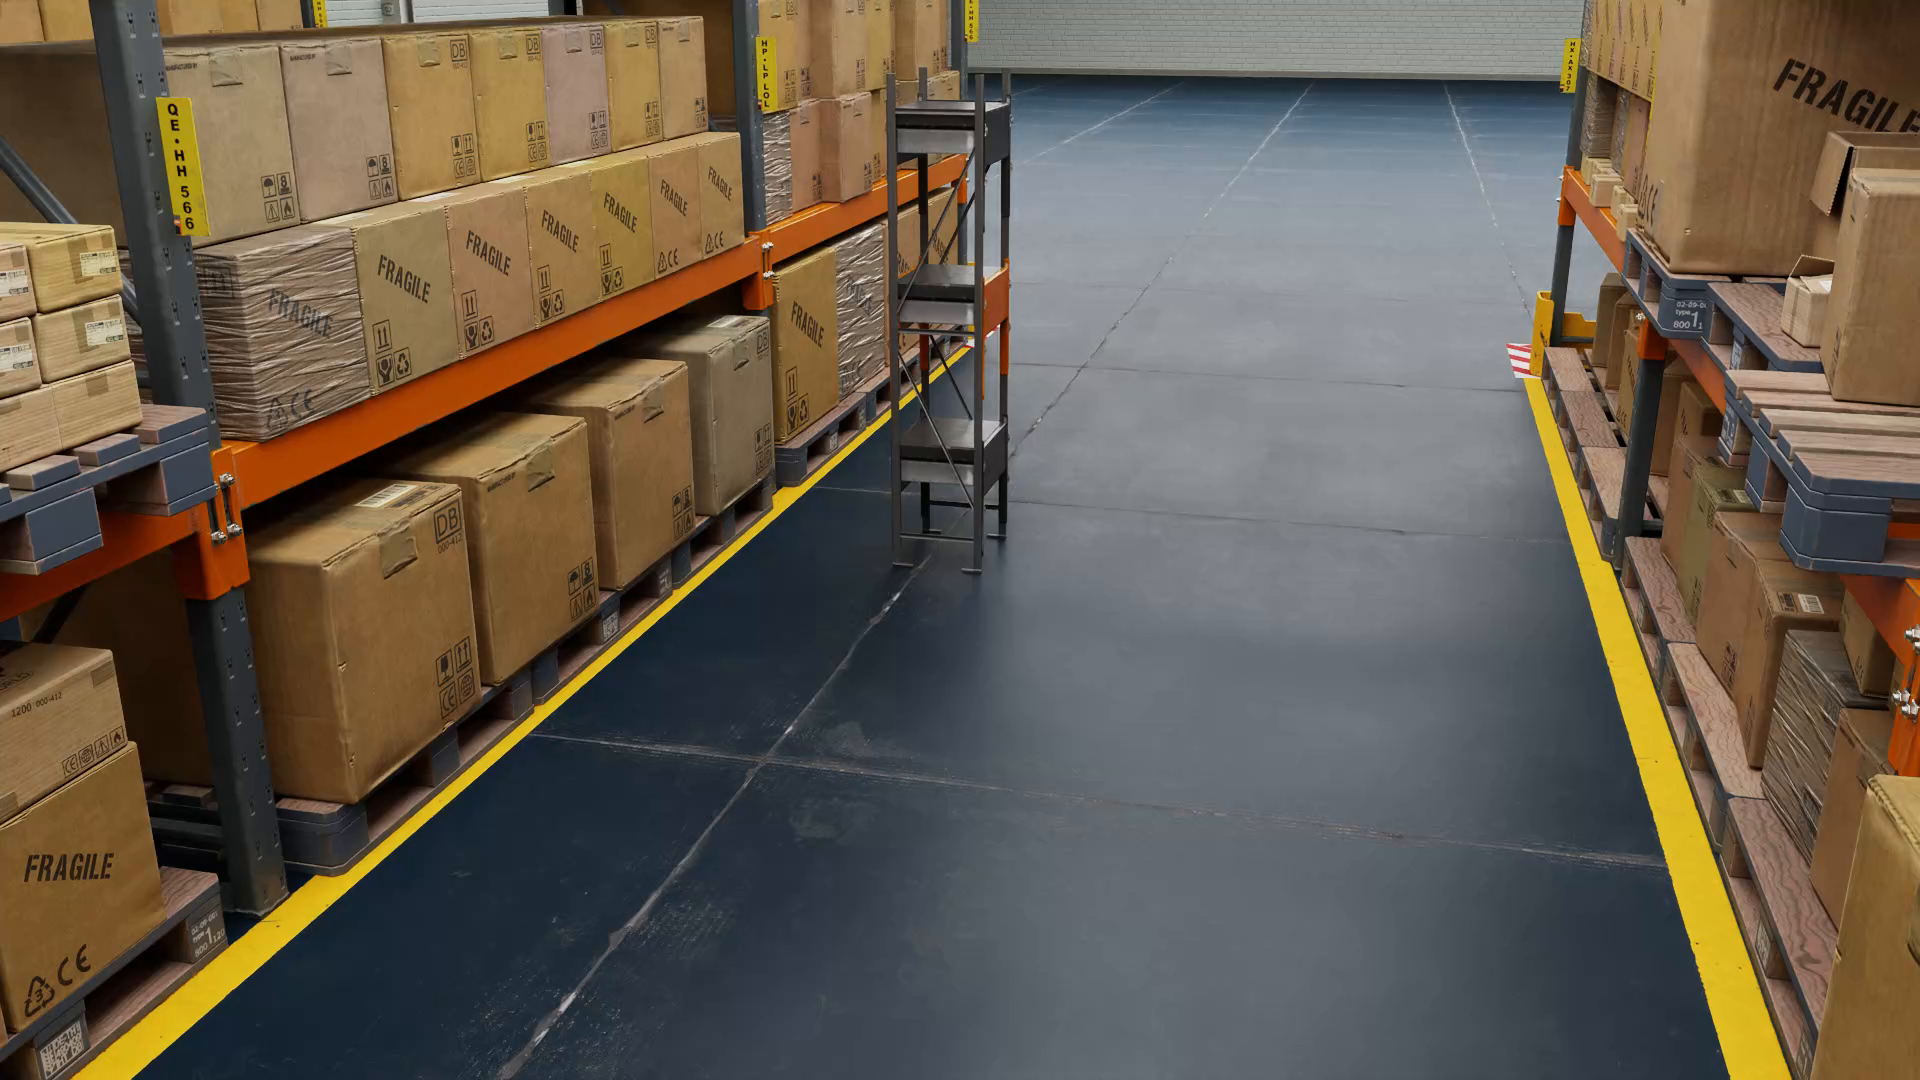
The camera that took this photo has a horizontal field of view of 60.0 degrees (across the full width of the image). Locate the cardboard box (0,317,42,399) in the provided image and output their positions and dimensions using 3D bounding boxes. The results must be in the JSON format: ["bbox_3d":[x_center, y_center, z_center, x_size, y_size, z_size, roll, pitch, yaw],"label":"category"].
[{"bbox_3d":[-2.143,-0.372,3.414,0.380,0.149,0.250,5,20,15],"label":"cardboard box"}]

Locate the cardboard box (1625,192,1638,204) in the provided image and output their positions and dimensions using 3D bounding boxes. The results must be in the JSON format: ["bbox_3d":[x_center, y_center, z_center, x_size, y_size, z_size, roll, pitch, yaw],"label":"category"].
[{"bbox_3d":[3.482,-1.616,8.166,0.380,0.149,0.250,5,19,13],"label":"cardboard box"}]

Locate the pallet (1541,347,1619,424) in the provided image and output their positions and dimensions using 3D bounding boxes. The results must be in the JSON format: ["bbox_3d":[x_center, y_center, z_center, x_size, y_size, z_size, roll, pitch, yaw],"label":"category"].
[{"bbox_3d":[4.087,-0.915,10.039,1.003,0.211,1.213,5,19,13],"label":"pallet"}]

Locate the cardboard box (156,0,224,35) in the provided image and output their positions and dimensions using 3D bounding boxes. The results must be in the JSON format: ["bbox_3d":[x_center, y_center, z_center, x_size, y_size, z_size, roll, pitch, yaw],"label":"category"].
[{"bbox_3d":[-5.340,-3.450,10.987,0.700,0.500,0.500,4,19,13],"label":"cardboard box"}]

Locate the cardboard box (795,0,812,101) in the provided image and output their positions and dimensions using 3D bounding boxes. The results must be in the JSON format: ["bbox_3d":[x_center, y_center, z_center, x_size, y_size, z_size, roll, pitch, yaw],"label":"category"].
[{"bbox_3d":[-1.278,-2.556,8.627,0.875,0.550,0.550,5,19,13],"label":"cardboard box"}]

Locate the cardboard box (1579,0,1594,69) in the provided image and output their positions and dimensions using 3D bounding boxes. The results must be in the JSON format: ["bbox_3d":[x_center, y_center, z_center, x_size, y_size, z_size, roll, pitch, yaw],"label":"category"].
[{"bbox_3d":[3.940,-3.020,9.727,0.500,0.500,0.500,5,19,13],"label":"cardboard box"}]

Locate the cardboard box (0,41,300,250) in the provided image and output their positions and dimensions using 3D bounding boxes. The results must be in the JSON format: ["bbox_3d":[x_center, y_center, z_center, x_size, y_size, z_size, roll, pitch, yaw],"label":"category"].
[{"bbox_3d":[-2.281,-1.086,4.525,0.700,0.500,0.500,5,19,13],"label":"cardboard box"}]

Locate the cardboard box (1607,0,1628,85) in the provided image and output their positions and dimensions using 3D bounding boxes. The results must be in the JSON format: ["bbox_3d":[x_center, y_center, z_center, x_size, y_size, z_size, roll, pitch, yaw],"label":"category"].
[{"bbox_3d":[3.574,-2.550,8.351,0.500,0.500,0.500,5,19,13],"label":"cardboard box"}]

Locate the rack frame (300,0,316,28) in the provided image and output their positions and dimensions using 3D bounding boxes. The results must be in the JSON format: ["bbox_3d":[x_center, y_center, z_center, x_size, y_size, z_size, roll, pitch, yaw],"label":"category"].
[{"bbox_3d":[-5.271,-3.292,12.686,1.000,3.000,0.127,5,19,13],"label":"rack frame"}]

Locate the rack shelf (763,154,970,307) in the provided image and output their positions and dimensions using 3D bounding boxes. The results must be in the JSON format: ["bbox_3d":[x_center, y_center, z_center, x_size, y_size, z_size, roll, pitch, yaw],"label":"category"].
[{"bbox_3d":[-0.935,-1.966,9.915,1.077,0.370,4.000,5,19,13],"label":"rack shelf"}]

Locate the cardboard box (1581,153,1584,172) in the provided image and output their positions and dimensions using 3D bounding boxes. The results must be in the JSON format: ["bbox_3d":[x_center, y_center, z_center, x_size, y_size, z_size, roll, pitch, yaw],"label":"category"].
[{"bbox_3d":[4.038,-2.320,10.229,0.380,0.149,0.250,5,19,13],"label":"cardboard box"}]

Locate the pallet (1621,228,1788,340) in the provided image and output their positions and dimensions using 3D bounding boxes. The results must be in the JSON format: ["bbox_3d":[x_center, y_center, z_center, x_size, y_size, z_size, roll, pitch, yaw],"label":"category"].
[{"bbox_3d":[3.034,-0.937,6.088,1.003,0.211,1.213,5,19,13],"label":"pallet"}]

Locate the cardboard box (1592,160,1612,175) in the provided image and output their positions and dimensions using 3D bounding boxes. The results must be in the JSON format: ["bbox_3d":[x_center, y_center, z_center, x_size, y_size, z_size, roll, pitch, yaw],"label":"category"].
[{"bbox_3d":[3.842,-2.086,9.544,0.380,0.149,0.250,5,19,13],"label":"cardboard box"}]

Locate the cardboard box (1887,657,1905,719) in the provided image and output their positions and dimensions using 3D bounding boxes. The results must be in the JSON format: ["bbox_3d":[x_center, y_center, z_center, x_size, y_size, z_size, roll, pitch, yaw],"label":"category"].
[{"bbox_3d":[2.519,0.405,3.887,0.500,0.250,0.500,5,20,16],"label":"cardboard box"}]

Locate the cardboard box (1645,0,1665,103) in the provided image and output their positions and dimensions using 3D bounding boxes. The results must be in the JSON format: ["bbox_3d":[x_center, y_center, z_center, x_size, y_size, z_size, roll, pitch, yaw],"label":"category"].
[{"bbox_3d":[3.205,-2.080,6.975,0.500,0.500,0.500,5,19,13],"label":"cardboard box"}]

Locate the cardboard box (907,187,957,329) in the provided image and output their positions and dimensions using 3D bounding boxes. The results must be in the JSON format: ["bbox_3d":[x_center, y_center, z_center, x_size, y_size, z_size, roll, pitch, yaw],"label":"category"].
[{"bbox_3d":[-0.548,-1.909,11.272,0.875,0.875,0.875,5,19,14],"label":"cardboard box"}]

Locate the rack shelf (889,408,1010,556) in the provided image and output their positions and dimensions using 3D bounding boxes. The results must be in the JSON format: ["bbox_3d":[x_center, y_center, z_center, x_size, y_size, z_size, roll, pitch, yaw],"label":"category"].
[{"bbox_3d":[-0.040,-0.266,7.427,0.431,0.518,0.480,5,19,13],"label":"rack shelf"}]

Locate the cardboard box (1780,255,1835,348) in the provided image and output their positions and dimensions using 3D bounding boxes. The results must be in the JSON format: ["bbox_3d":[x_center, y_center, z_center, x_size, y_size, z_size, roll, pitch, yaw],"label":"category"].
[{"bbox_3d":[2.530,-0.681,4.600,0.396,0.266,0.258,4,19,12],"label":"cardboard box"}]

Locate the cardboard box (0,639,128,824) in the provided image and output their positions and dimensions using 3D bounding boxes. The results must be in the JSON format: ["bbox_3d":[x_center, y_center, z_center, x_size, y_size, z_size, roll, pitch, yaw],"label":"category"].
[{"bbox_3d":[-2.314,0.439,3.820,0.500,0.250,0.500,4,19,12],"label":"cardboard box"}]

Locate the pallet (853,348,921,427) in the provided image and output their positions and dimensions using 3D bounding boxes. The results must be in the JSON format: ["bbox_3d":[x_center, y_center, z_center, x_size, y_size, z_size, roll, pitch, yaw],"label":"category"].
[{"bbox_3d":[-0.866,-0.976,10.217,1.003,0.211,1.213,5,19,13],"label":"pallet"}]

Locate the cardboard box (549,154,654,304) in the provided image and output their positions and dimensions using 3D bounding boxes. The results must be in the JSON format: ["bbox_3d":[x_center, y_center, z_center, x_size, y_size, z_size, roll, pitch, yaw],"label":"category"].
[{"bbox_3d":[-1.539,-1.225,6.480,0.500,0.500,0.500,5,19,14],"label":"cardboard box"}]

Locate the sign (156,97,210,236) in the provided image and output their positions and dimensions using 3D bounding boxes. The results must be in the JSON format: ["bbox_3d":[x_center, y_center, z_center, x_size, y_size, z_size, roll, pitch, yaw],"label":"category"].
[{"bbox_3d":[-1.872,-0.896,4.002,0.100,0.325,0.005,5,19,13],"label":"sign"}]

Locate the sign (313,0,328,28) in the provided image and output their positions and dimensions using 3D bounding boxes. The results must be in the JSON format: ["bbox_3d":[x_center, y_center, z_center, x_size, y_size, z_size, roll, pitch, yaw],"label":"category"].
[{"bbox_3d":[-4.738,-3.940,12.301,0.100,0.325,0.005,5,19,13],"label":"sign"}]

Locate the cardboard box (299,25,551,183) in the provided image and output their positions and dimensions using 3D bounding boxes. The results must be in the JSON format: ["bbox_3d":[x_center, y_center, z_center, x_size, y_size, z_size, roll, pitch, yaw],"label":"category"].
[{"bbox_3d":[-1.911,-1.566,5.930,0.700,0.500,0.500,4,19,13],"label":"cardboard box"}]

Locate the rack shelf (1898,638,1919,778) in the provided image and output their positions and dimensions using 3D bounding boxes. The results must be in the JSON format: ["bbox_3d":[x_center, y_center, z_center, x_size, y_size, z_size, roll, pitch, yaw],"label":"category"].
[{"bbox_3d":[1.896,0.965,1.335,1.077,0.370,4.000,5,19,13],"label":"rack shelf"}]

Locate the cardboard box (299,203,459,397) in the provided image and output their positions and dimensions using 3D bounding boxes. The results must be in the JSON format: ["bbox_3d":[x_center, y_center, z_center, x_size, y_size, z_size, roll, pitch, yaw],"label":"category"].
[{"bbox_3d":[-1.908,-0.752,5.094,0.500,0.500,0.500,4,19,13],"label":"cardboard box"}]

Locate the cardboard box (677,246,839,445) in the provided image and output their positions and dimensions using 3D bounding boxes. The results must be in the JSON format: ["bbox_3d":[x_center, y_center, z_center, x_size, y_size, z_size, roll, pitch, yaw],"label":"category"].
[{"bbox_3d":[-1.202,-1.064,8.800,0.875,0.875,0.875,5,19,14],"label":"cardboard box"}]

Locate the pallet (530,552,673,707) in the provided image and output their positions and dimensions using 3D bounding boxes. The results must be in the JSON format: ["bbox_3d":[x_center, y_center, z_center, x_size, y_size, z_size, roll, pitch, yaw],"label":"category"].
[{"bbox_3d":[-1.835,0.272,6.566,1.003,0.211,1.213,5,19,13],"label":"pallet"}]

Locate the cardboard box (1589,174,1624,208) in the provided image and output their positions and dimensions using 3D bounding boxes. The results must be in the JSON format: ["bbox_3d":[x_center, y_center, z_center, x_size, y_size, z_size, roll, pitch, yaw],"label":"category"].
[{"bbox_3d":[3.577,-1.858,8.875,0.380,0.149,0.250,5,19,13],"label":"cardboard box"}]

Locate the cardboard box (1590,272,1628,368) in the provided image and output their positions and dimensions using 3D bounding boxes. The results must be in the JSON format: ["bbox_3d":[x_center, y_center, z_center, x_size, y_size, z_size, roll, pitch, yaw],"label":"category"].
[{"bbox_3d":[4.170,-1.331,10.162,0.500,0.500,0.500,9,21,23],"label":"cardboard box"}]

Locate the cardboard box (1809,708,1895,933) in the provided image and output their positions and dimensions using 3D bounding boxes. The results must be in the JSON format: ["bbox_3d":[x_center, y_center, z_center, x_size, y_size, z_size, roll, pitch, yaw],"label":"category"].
[{"bbox_3d":[2.529,0.761,4.006,0.700,0.500,0.500,4,19,10],"label":"cardboard box"}]

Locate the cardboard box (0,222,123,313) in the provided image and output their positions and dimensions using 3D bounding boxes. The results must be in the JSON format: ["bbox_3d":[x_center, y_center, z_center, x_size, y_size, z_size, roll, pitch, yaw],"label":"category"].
[{"bbox_3d":[-2.076,-0.597,3.614,0.380,0.149,0.250,4,19,11],"label":"cardboard box"}]

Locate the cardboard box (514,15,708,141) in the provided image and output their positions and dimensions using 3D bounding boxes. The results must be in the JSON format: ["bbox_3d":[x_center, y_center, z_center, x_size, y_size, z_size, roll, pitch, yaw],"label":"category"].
[{"bbox_3d":[-1.539,-2.044,7.329,0.700,0.500,0.500,4,19,12],"label":"cardboard box"}]

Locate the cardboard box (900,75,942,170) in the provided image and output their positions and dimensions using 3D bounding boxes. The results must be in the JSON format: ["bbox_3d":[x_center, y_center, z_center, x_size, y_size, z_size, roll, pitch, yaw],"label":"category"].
[{"bbox_3d":[-0.606,-2.710,10.749,0.875,0.550,0.550,5,19,13],"label":"cardboard box"}]

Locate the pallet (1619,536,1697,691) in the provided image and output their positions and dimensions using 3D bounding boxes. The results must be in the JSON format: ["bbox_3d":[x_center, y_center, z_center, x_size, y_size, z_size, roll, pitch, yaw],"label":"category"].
[{"bbox_3d":[3.173,0.308,6.460,1.003,0.211,1.213,5,19,13],"label":"pallet"}]

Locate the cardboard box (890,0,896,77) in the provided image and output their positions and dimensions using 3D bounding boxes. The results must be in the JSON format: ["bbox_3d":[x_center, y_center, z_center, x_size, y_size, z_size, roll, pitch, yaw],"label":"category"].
[{"bbox_3d":[-0.888,-3.057,10.096,0.875,0.550,0.550,5,19,13],"label":"cardboard box"}]

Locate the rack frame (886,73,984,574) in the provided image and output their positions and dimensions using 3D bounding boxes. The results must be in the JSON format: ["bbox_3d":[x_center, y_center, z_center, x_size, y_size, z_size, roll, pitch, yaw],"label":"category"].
[{"bbox_3d":[-0.100,-0.865,6.972,0.400,2.100,0.015,5,19,13],"label":"rack frame"}]

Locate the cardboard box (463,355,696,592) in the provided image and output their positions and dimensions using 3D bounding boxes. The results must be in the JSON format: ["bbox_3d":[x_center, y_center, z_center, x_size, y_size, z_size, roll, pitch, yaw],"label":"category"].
[{"bbox_3d":[-1.727,-0.310,6.785,1.050,0.750,0.750,5,19,13],"label":"cardboard box"}]

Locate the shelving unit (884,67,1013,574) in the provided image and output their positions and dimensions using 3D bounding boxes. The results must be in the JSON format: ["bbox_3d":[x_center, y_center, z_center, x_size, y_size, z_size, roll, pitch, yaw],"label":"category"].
[{"bbox_3d":[-0.040,-0.942,7.196,0.431,2.100,0.503,5,19,13],"label":"shelving unit"}]

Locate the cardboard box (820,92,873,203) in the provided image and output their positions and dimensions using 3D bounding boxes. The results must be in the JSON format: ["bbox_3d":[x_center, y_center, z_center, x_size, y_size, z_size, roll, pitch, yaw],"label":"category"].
[{"bbox_3d":[-0.986,-2.201,9.259,0.875,0.550,0.550,5,19,13],"label":"cardboard box"}]

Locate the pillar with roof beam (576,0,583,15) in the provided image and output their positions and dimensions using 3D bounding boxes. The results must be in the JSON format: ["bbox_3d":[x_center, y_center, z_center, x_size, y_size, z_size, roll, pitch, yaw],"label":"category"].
[{"bbox_3d":[-2.557,-11.677,27.952,9.100,9.000,0.400,5,19,13],"label":"pillar with roof beam"}]

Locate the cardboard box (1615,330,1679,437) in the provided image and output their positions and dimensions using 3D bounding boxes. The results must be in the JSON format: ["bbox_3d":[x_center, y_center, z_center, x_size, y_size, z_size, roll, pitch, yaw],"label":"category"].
[{"bbox_3d":[3.706,-0.775,8.533,0.500,0.500,0.500,3,19,9],"label":"cardboard box"}]

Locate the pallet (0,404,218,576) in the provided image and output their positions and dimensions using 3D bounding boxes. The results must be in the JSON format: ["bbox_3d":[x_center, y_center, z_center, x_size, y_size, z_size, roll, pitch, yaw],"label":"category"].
[{"bbox_3d":[-2.472,-0.103,3.646,1.213,0.211,1.003,5,19,13],"label":"pallet"}]

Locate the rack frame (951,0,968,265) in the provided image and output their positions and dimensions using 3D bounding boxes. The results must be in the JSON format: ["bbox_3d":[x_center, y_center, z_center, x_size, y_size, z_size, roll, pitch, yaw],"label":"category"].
[{"bbox_3d":[-0.446,-2.933,11.634,1.000,3.000,0.127,5,19,13],"label":"rack frame"}]

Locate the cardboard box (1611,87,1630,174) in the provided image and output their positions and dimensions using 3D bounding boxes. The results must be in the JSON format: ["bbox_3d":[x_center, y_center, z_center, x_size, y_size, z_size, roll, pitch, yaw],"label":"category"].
[{"bbox_3d":[4.008,-2.208,8.897,0.875,0.500,0.500,5,19,13],"label":"cardboard box"}]

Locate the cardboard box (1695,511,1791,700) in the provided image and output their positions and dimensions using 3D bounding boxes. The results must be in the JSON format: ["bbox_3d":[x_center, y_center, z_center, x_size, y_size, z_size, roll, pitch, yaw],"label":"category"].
[{"bbox_3d":[2.920,0.233,5.552,0.700,0.500,0.500,3,19,9],"label":"cardboard box"}]
